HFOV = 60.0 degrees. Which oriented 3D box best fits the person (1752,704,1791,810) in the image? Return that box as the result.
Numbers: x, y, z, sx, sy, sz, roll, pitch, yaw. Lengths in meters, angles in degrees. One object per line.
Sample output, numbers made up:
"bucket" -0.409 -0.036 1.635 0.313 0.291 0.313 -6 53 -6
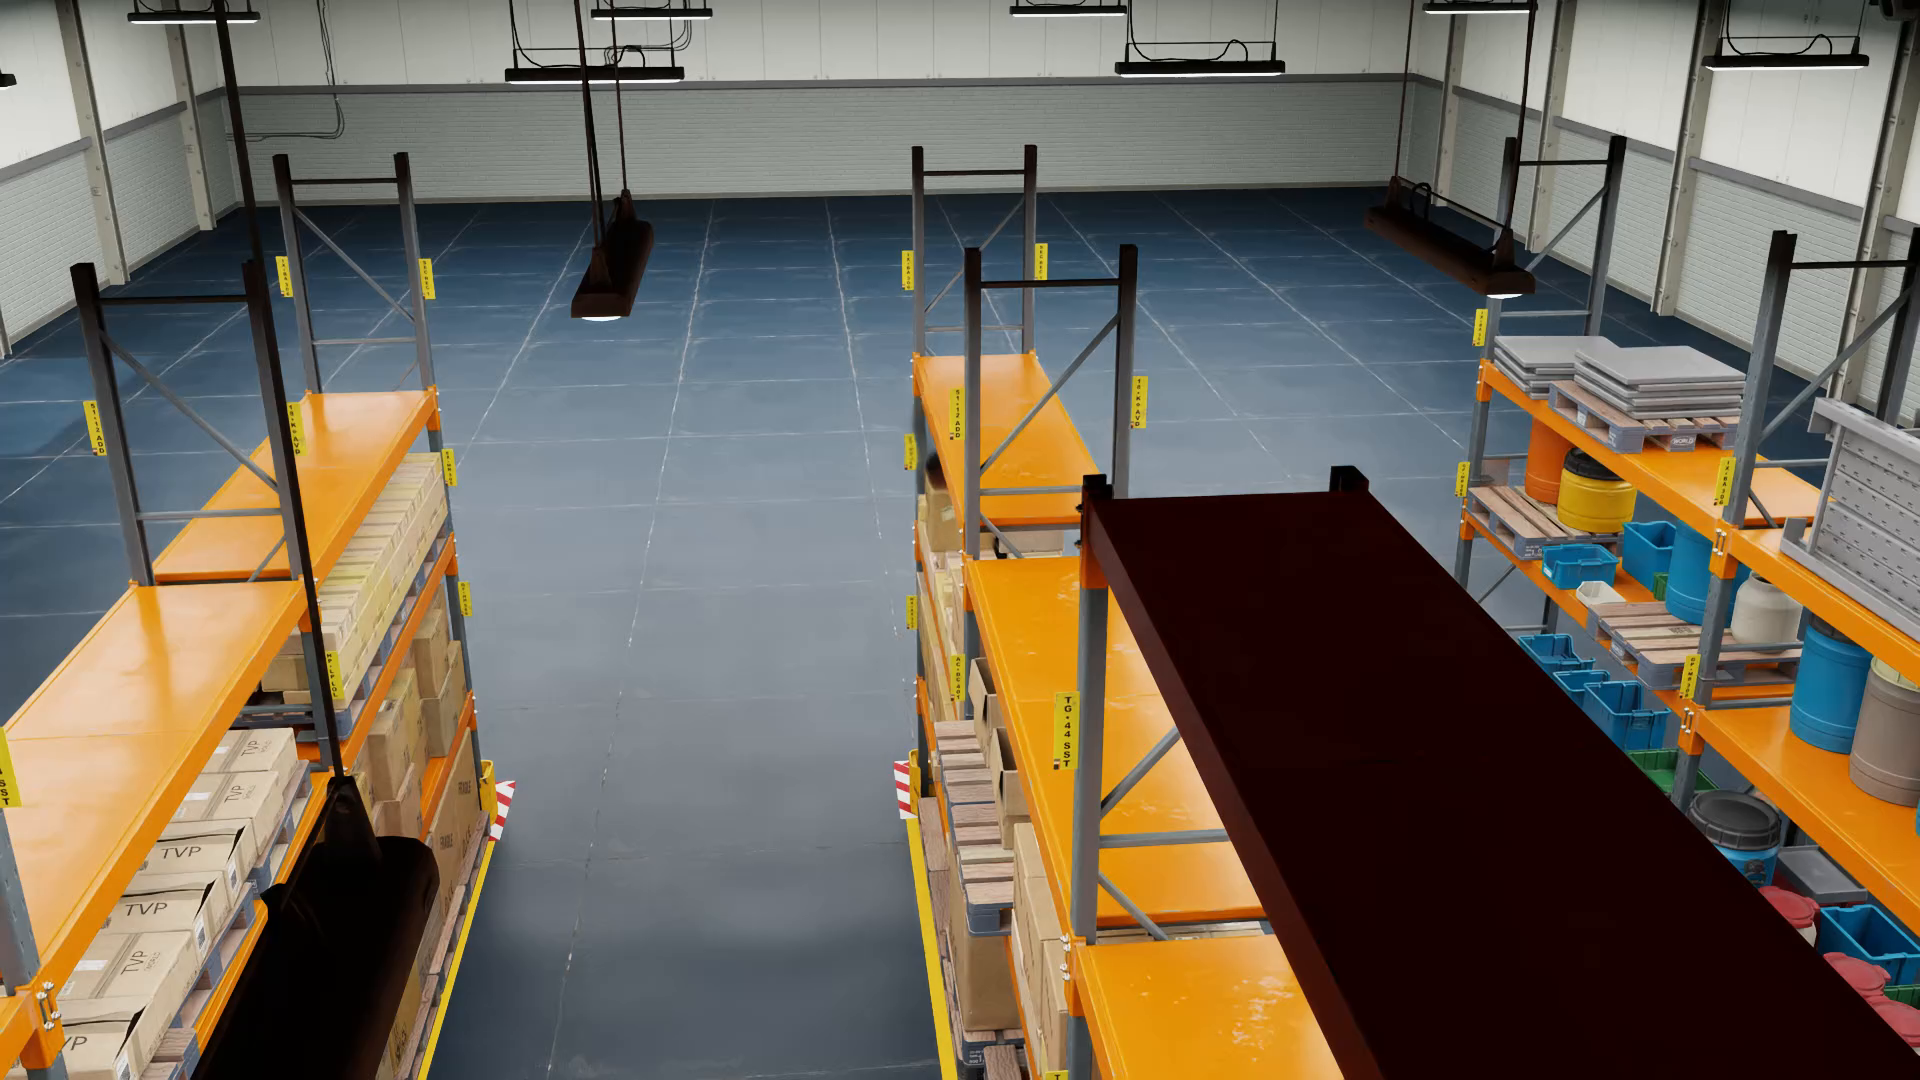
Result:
"person" 6.845 2.107 14.121 0.408 1.699 0.529 14 26 31
